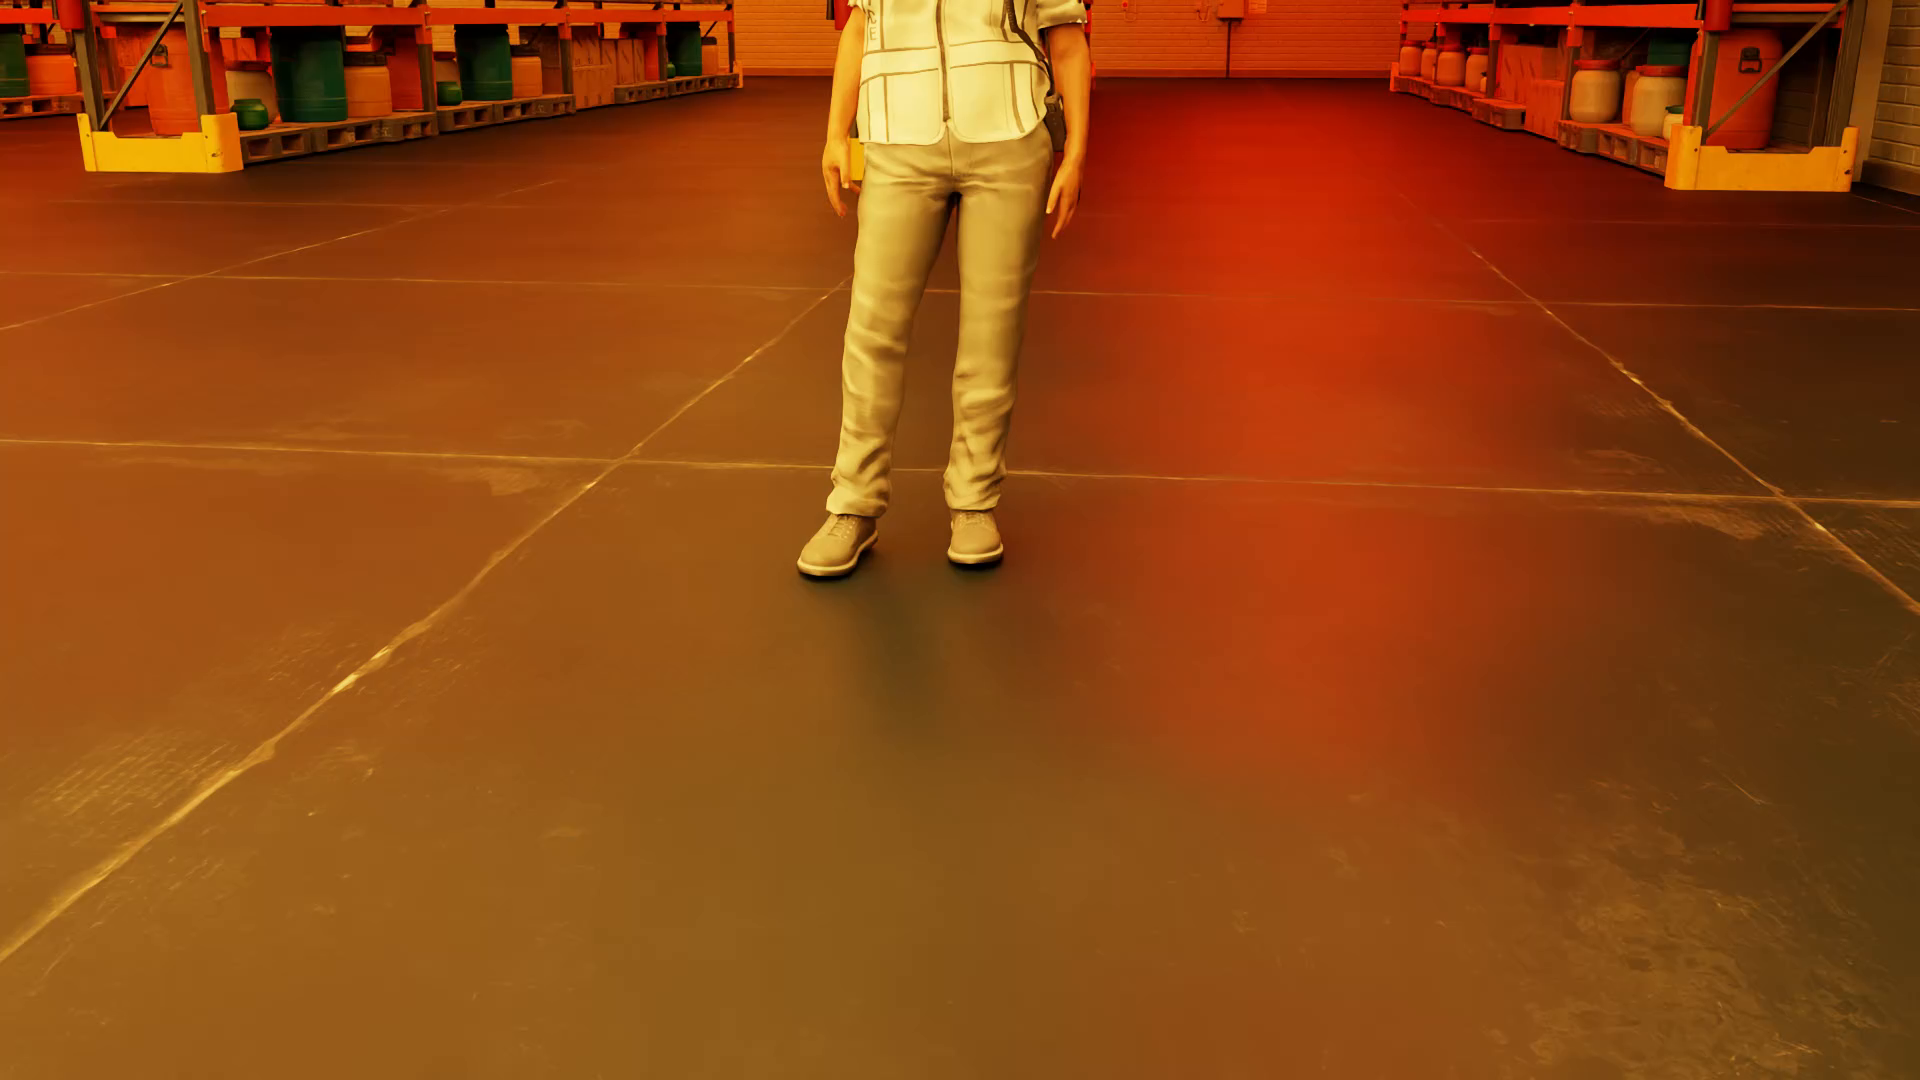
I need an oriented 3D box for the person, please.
[{"bbox_3d":[-0.033,-0.779,3.504,0.598,1.670,0.529,2,18,7],"label":"person"}]
